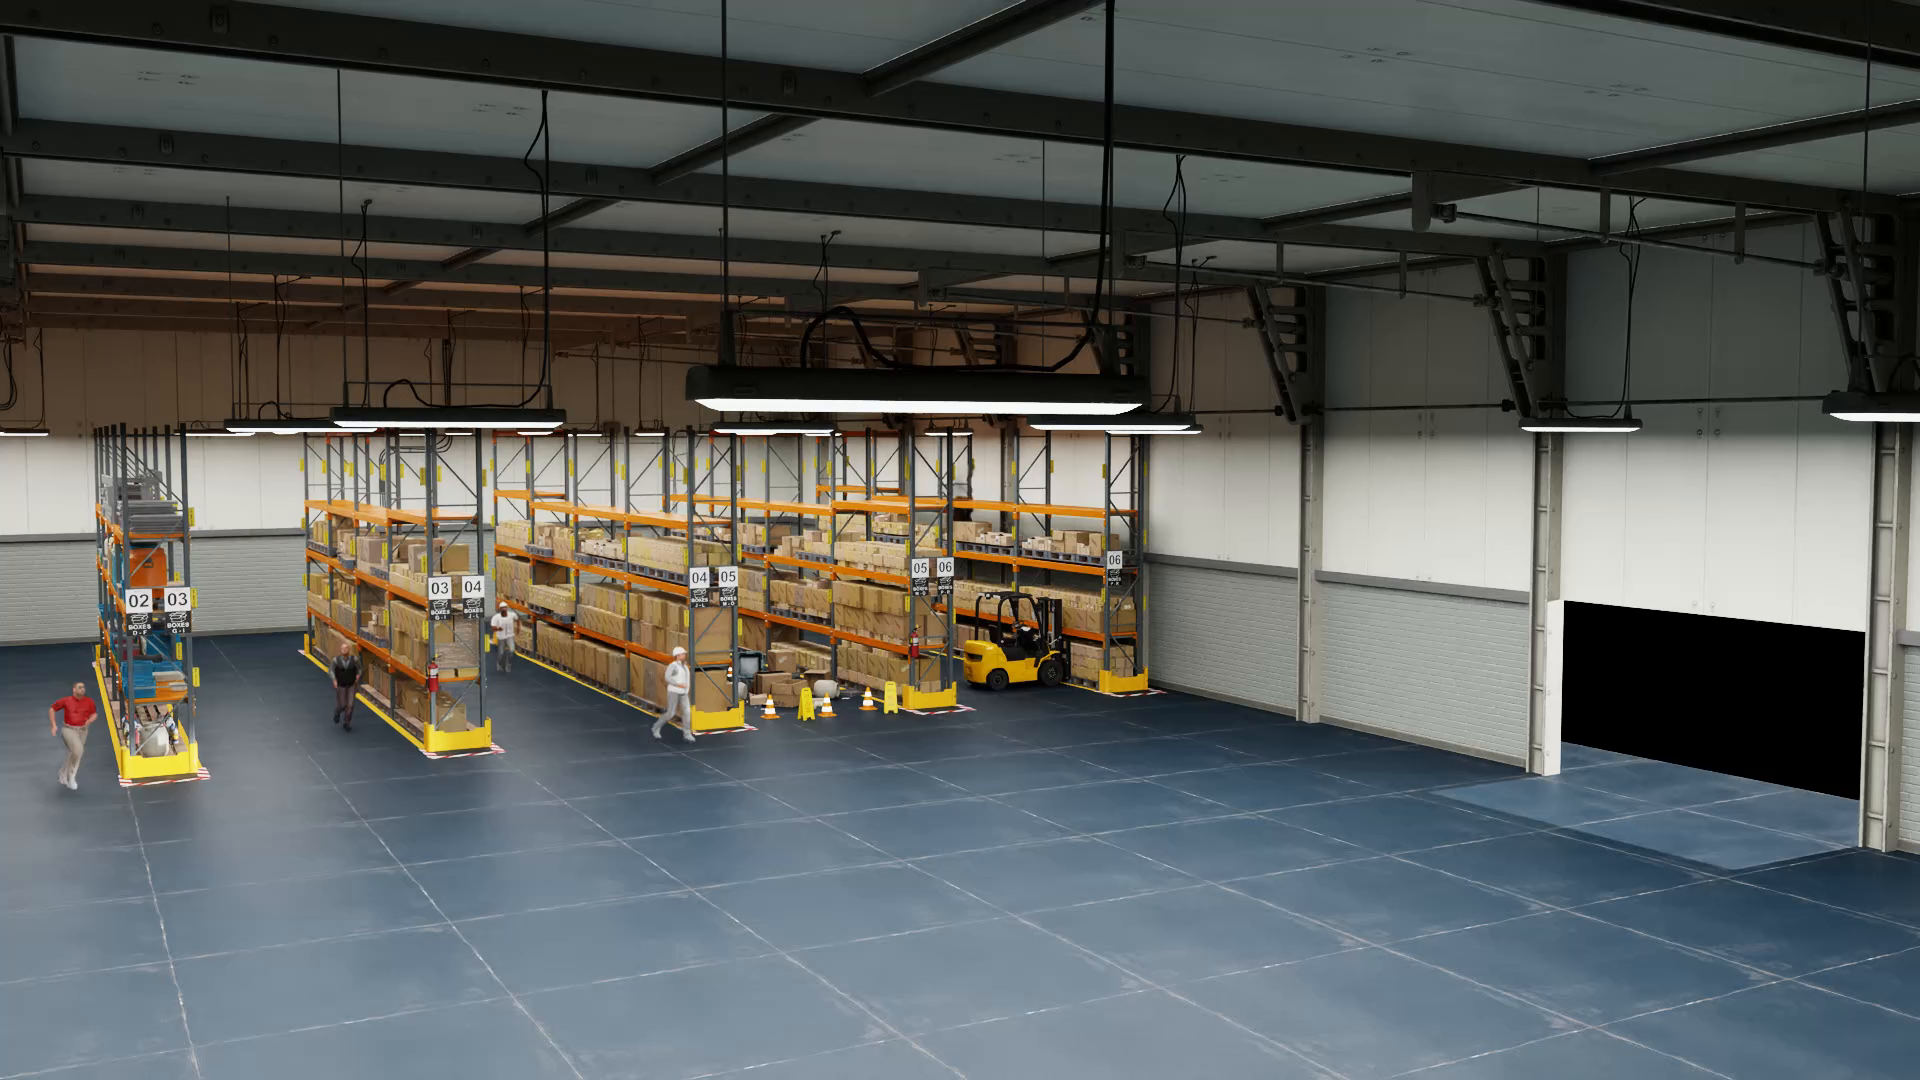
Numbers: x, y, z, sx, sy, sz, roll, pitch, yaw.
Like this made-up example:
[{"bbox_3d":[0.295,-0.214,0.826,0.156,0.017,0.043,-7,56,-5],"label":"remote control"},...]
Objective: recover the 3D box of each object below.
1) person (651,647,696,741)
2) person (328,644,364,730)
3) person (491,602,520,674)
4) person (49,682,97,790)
[{"bbox_3d":[-5.342,2.917,31.680,0.949,1.758,0.725,2,4,29],"label":"person"},{"bbox_3d":[-12.141,2.894,32.912,0.656,1.696,0.627,-2,4,-28],"label":"person"},{"bbox_3d":[-11.079,2.384,40.573,0.719,1.762,0.860,-1,4,-22],"label":"person"},{"bbox_3d":[-14.592,3.208,27.481,0.688,1.705,0.659,2,4,32],"label":"person"}]
